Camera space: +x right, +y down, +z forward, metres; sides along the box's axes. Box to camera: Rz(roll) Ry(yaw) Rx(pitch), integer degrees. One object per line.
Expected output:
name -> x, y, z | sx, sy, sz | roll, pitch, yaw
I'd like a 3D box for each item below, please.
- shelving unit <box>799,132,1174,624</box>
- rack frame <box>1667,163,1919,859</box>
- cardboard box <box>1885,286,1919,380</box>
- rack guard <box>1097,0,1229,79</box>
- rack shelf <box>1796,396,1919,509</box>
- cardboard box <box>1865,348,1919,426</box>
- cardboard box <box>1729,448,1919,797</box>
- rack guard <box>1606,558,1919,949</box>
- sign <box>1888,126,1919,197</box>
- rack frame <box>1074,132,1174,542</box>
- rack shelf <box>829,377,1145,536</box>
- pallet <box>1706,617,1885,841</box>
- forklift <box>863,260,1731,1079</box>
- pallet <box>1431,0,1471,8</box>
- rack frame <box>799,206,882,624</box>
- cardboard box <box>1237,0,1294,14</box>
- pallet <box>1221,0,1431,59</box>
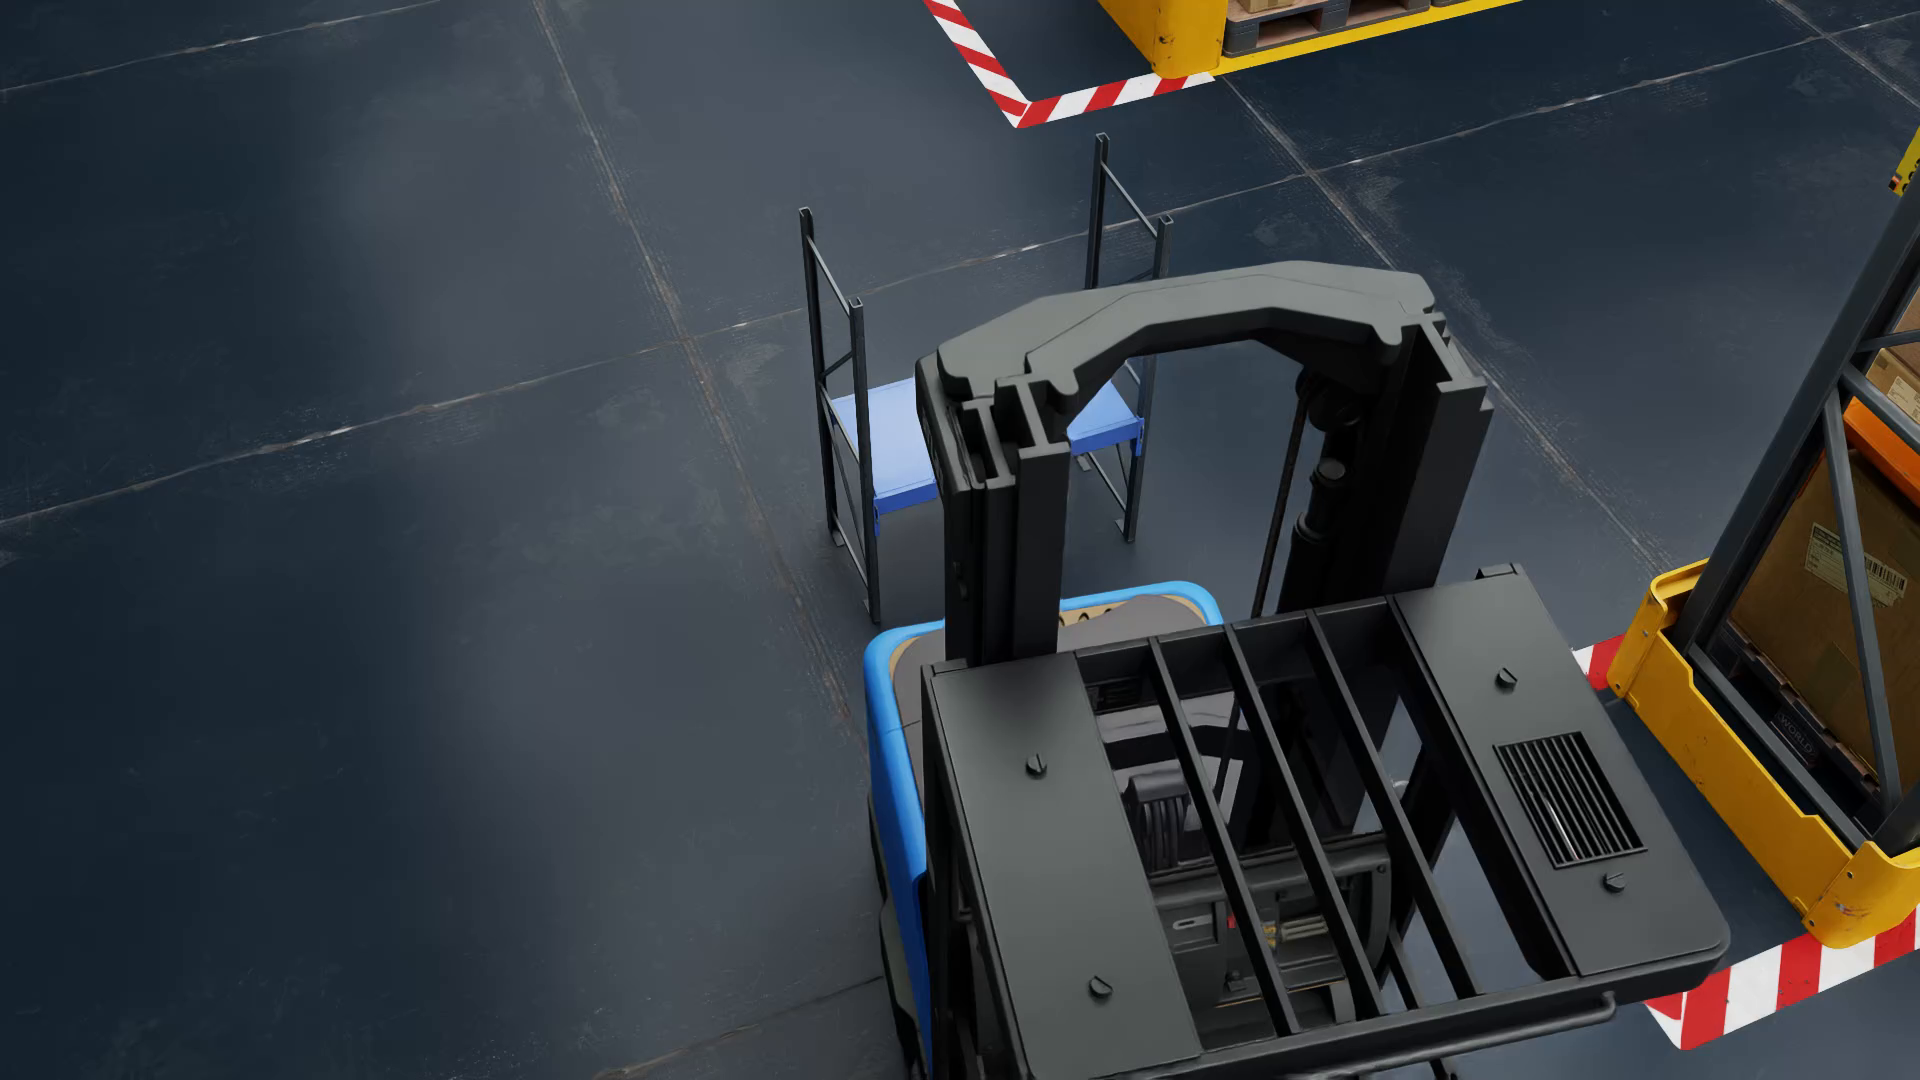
shelving unit -> 0.079, -0.513, 5.702 | 1.048, 1.500, 0.538 | -17, 52, -14
rack frame -> 2.648, -0.159, 4.409 | 0.127, 3.000, 1.000 | -17, 52, -14
cardboard box -> 2.996, -0.532, 4.633 | 0.500, 0.250, 0.500 | -18, 52, -15
rack guard -> 0.937, -2.879, 8.393 | 0.348, 0.500, 1.175 | -17, 52, -14
rack shelf -> 4.500, -0.498, 5.175 | 4.000, 0.370, 1.077 | -17, 52, -14
cardboard box -> 2.853, -0.410, 4.791 | 0.250, 0.149, 0.380 | -16, 51, -14
cardboard box -> 3.210, 0.157, 5.262 | 0.875, 0.875, 0.875 | -17, 52, -14
rack guard -> 2.626, 0.662, 5.352 | 0.348, 0.500, 1.175 | -17, 52, -14
sign -> 2.456, -0.998, 4.211 | 0.005, 0.325, 0.100 | -17, 52, -14
rack frame -> 0.550, -0.659, 5.827 | 0.032, 1.500, 0.500 | -17, 52, -14
rack shelf -> 0.079, -0.396, 5.839 | 1.000, 0.185, 0.538 | -17, 52, -14
pallet -> 3.359, 0.465, 5.711 | 1.213, 0.211, 1.003 | -17, 52, -14
forklift -> 0.527, 1.020, 3.442 | 1.130, 2.935, 3.031 | -9, 50, -8
pallet -> 2.830, -3.340, 8.979 | 1.213, 0.211, 1.003 | -17, 52, -14
rack frame -> -0.392, -0.367, 5.577 | 0.032, 1.500, 0.500 | -17, 52, -14
cardboard box -> 1.472, -2.805, 8.284 | 0.250, 0.149, 0.380 | -16, 51, -14
pallet -> 1.702, -2.993, 8.681 | 1.213, 0.211, 1.003 | -17, 52, -14
